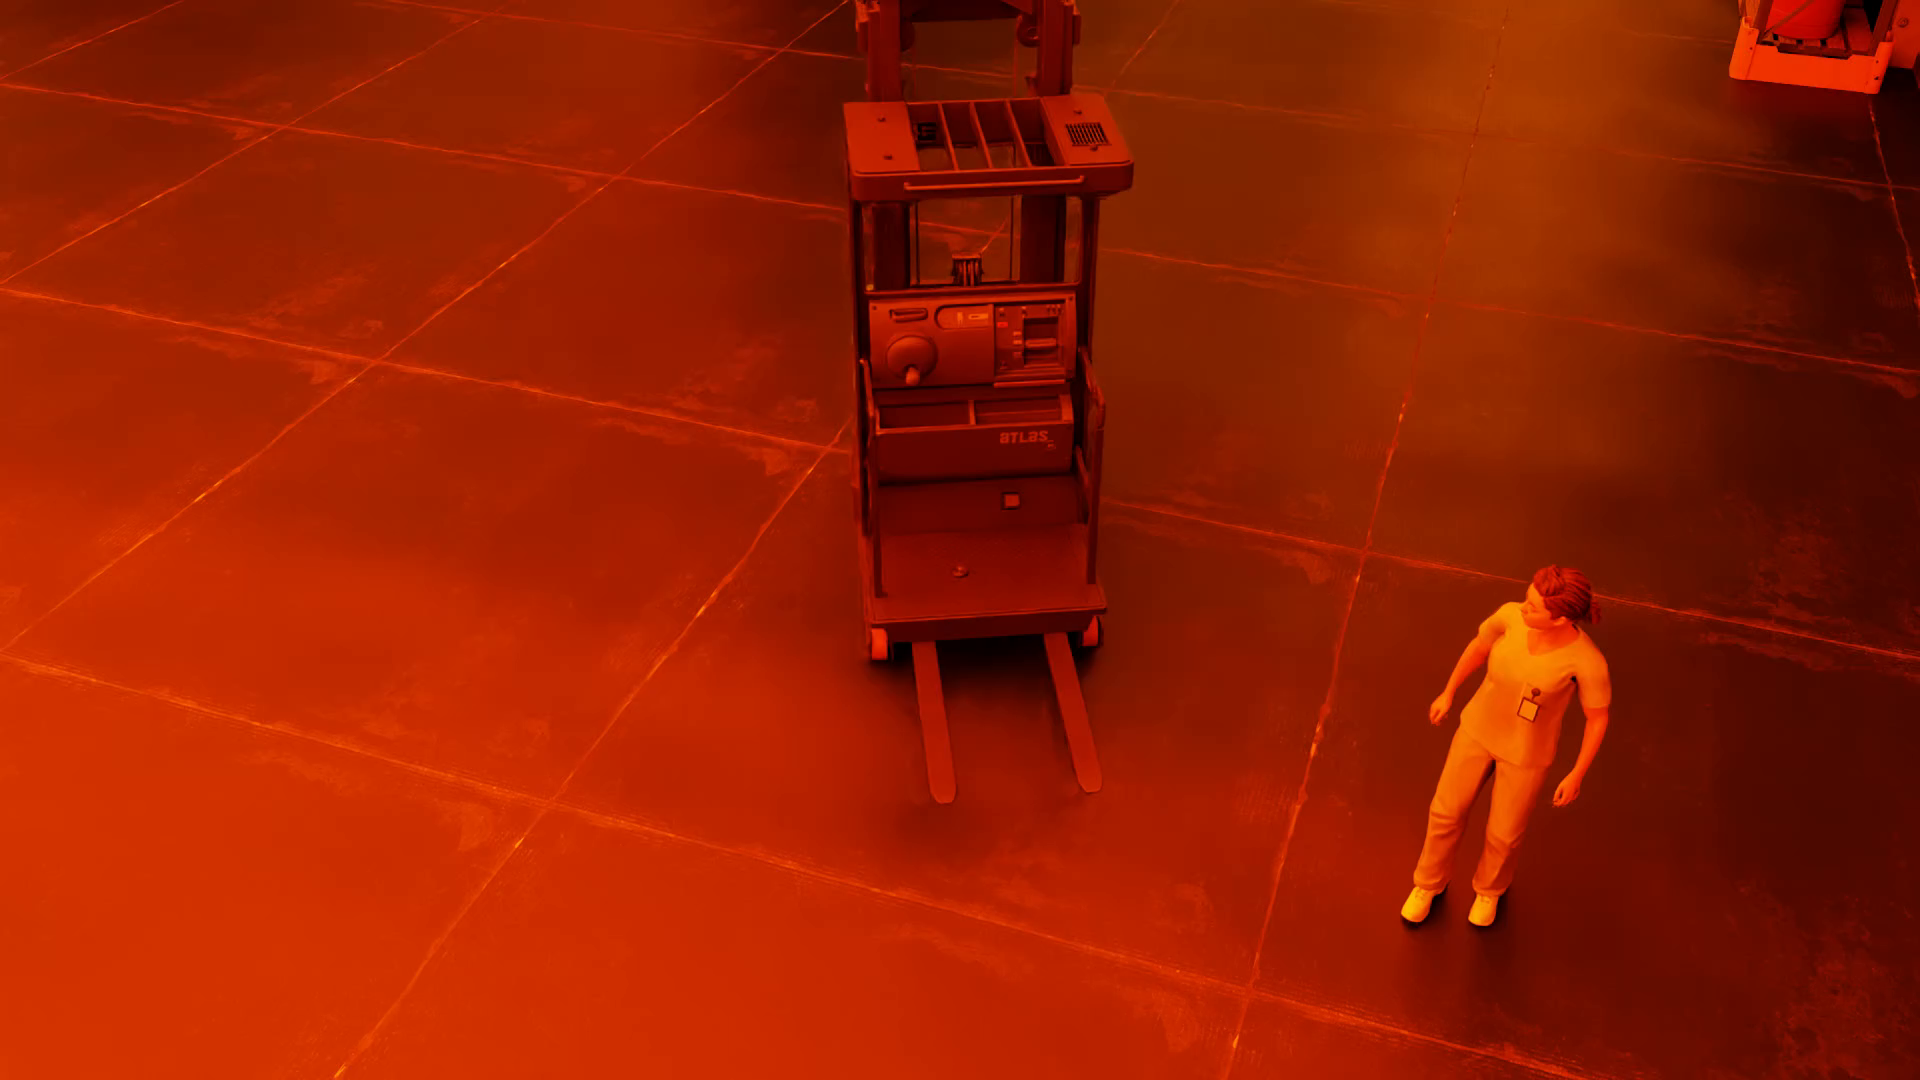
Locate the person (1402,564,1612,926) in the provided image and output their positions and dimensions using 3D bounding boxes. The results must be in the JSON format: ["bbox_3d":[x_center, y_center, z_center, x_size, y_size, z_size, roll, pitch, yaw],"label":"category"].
[{"bbox_3d":[1.987,0.775,6.114,0.621,1.664,0.457,27,43,33],"label":"person"}]

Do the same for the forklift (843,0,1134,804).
[{"bbox_3d":[0.085,-0.835,7.288,1.130,2.935,3.031,-3,35,-5],"label":"forklift"}]
